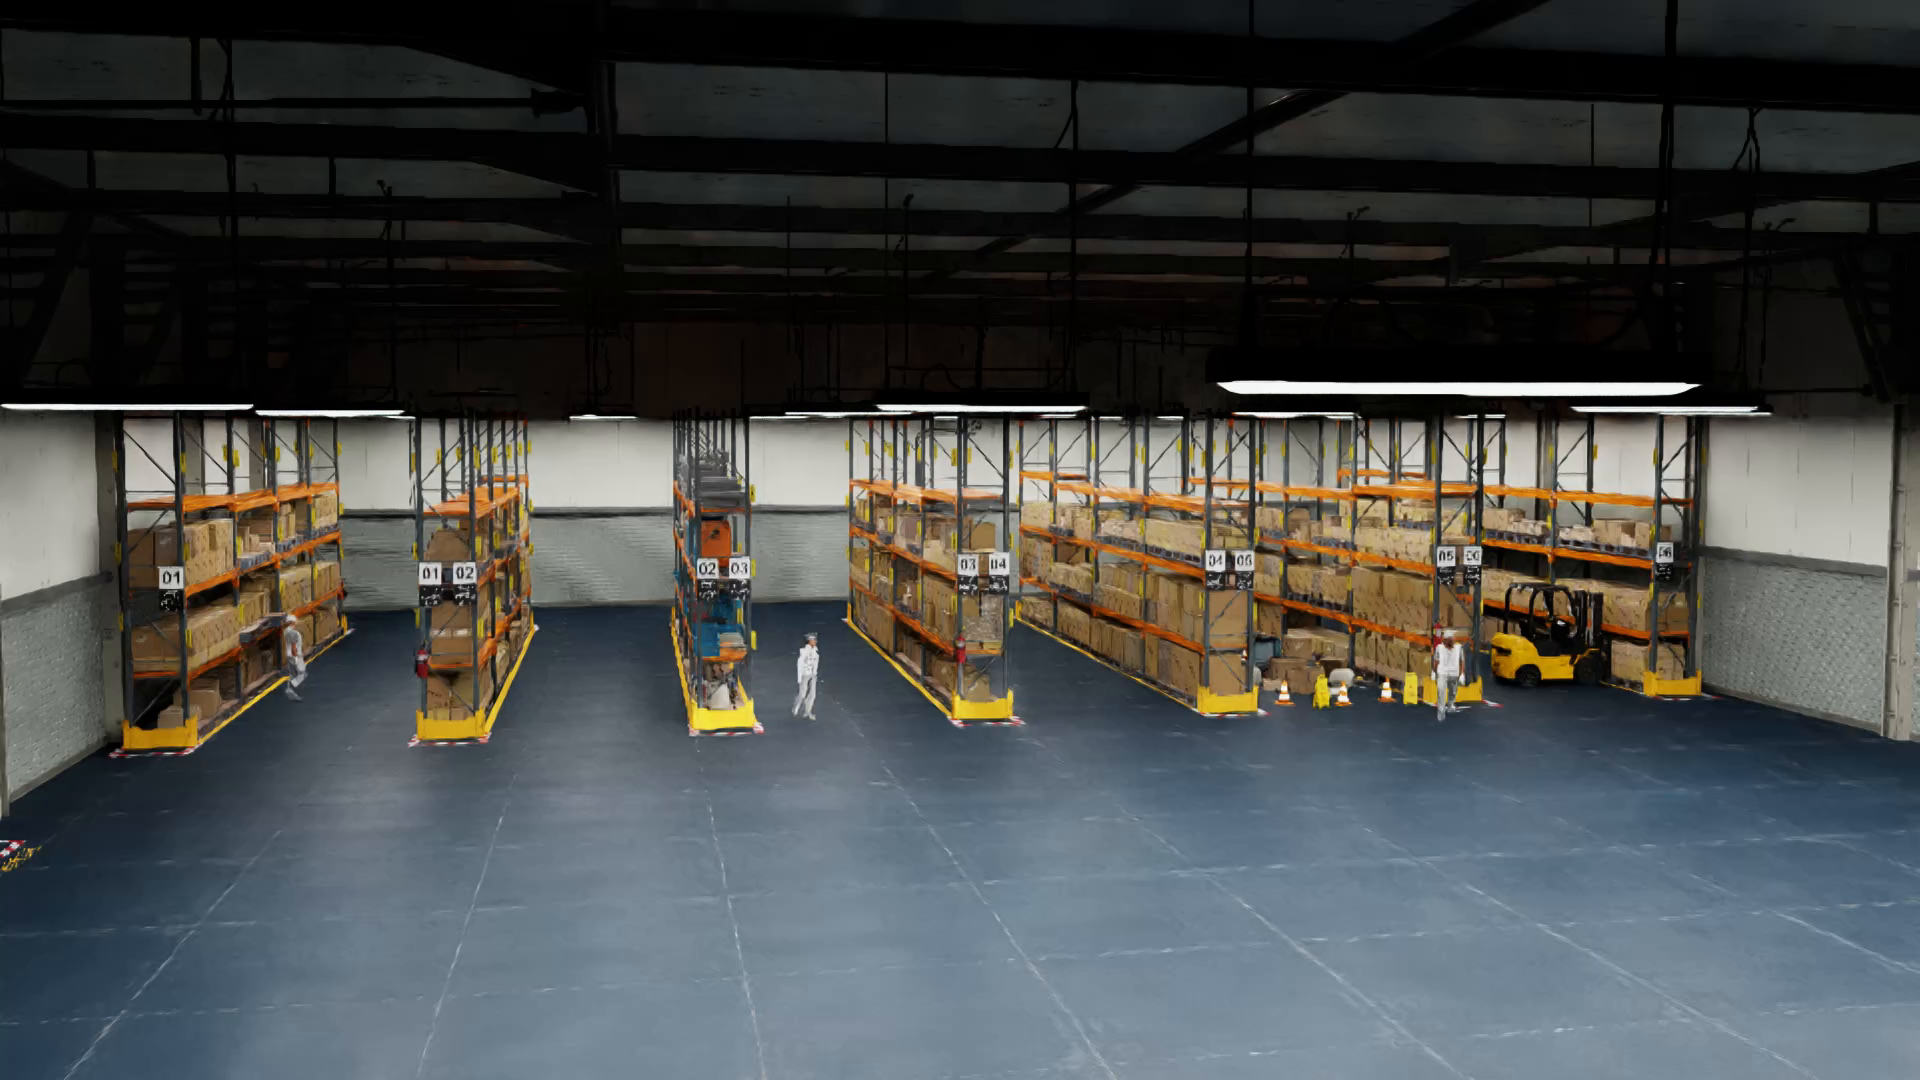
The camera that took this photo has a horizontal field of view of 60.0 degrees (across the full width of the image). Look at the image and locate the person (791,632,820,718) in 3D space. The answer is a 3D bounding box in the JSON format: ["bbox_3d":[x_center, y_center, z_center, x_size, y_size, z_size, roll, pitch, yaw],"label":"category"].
[{"bbox_3d":[-3.000,2.605,32.224,0.532,1.664,0.531,4,6,43],"label":"person"}]

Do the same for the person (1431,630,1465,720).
[{"bbox_3d":[9.421,2.585,32.081,0.602,1.731,0.984,1,4,9],"label":"person"}]

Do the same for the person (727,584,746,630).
[{"bbox_3d":[-6.206,1.610,45.695,0.538,1.715,1.026,-1,4,-19],"label":"person"}]

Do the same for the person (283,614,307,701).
[{"bbox_3d":[-13.674,2.409,34.078,0.444,1.779,0.598,-3,5,-36],"label":"person"}]

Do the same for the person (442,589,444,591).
[{"bbox_3d":[-13.585,1.742,43.893,0.729,1.732,0.541,-1,4,-12],"label":"person"}]
